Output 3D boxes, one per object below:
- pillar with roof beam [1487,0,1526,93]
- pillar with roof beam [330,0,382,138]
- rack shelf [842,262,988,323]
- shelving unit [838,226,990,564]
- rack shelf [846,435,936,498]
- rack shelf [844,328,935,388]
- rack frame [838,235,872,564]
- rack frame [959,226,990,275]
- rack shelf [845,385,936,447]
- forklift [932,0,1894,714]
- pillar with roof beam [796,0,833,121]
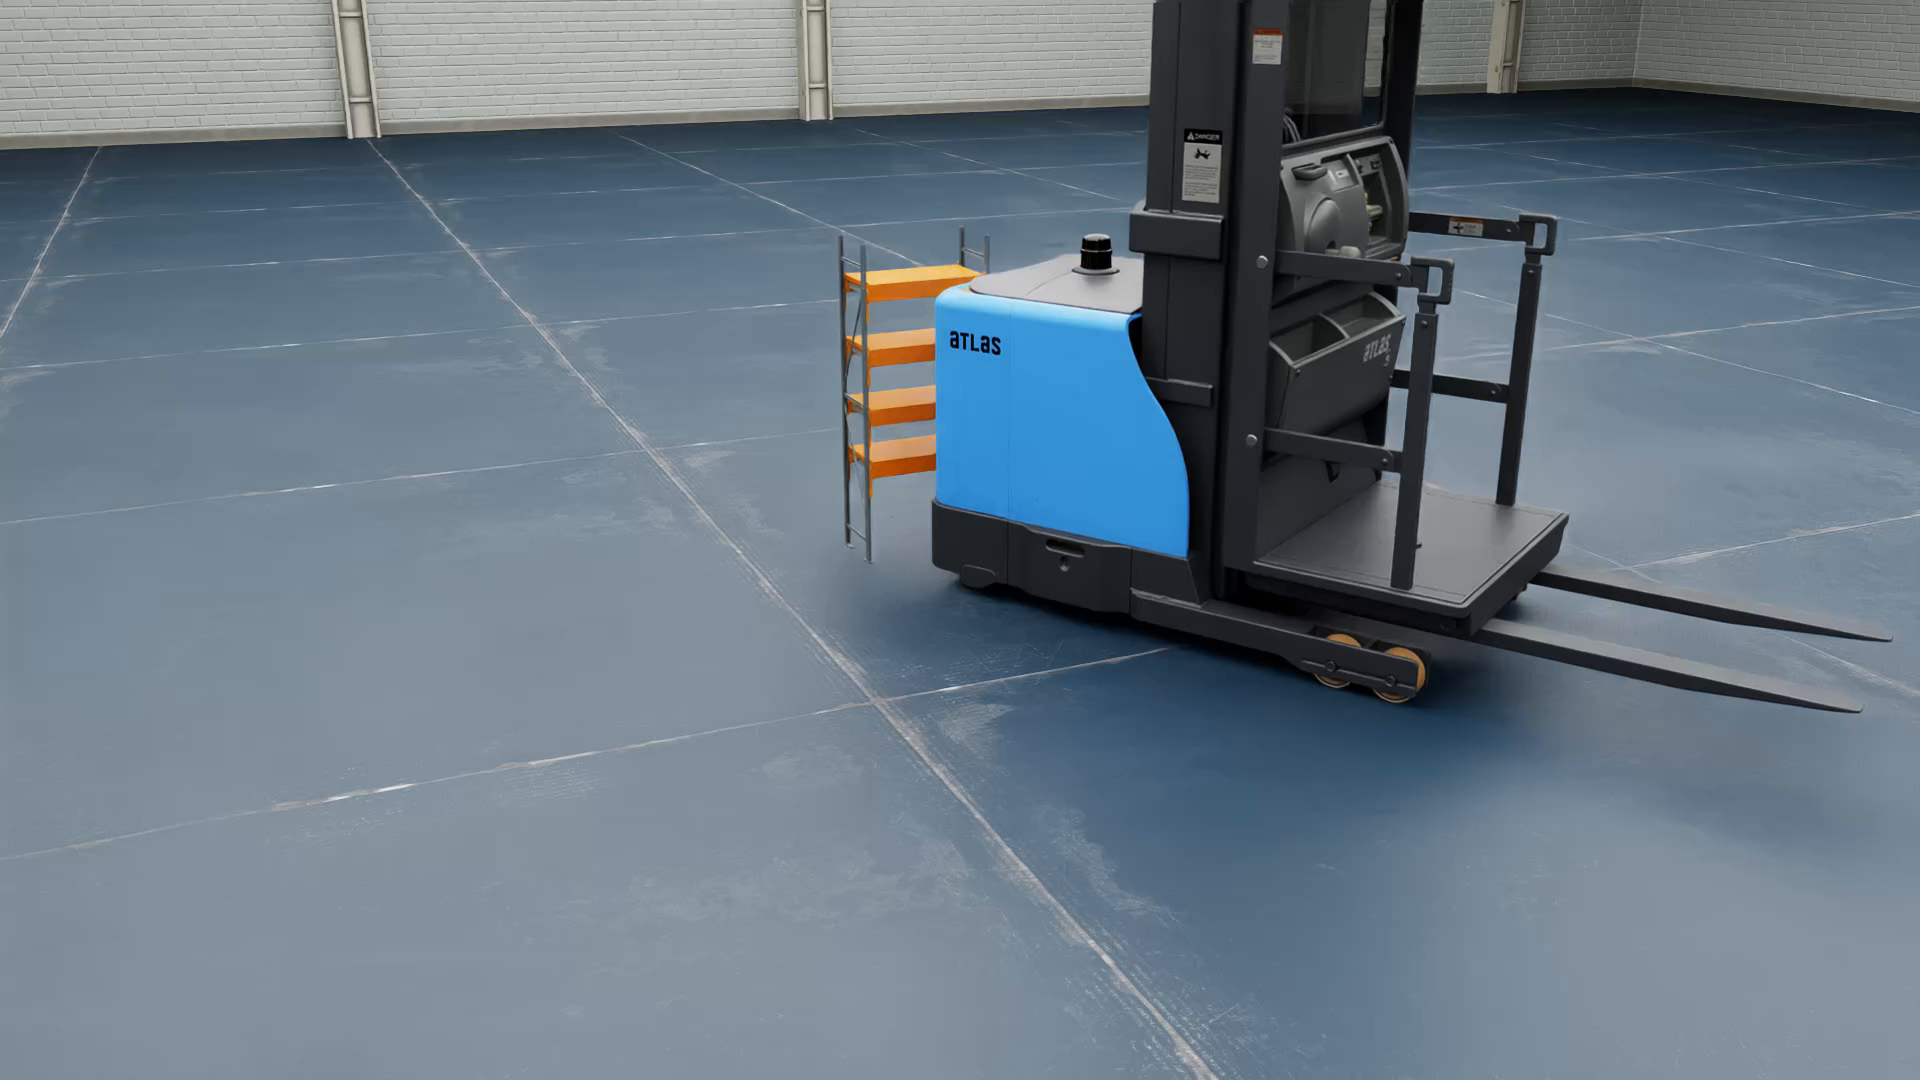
[{"bbox_3d":[10.716,-10.387,22.472,0.400,9.000,9.100,-8,21,-22],"label":"pillar with roof beam"},{"bbox_3d":[-5.812,-8.019,15.747,0.400,9.000,9.100,-8,21,-22],"label":"pillar with roof beam"},{"bbox_3d":[-0.168,-0.917,6.136,0.480,0.148,0.258,-9,21,-23],"label":"rack shelf"},{"bbox_3d":[-0.168,-0.546,6.267,0.503,1.200,0.258,-9,21,-23],"label":"shelving unit"},{"bbox_3d":[-0.168,-0.295,6.355,0.480,0.148,0.258,-9,21,-23],"label":"rack shelf"},{"bbox_3d":[-0.168,-0.694,6.215,0.480,0.148,0.258,-9,21,-23],"label":"rack shelf"},{"bbox_3d":[-0.390,-0.512,6.170,0.015,1.200,0.240,-9,21,-23],"label":"rack frame"},{"bbox_3d":[0.053,-0.580,6.364,0.015,1.200,0.240,-9,21,-23],"label":"rack frame"},{"bbox_3d":[-0.168,-0.483,6.289,0.480,0.148,0.258,-9,21,-23],"label":"rack shelf"},{"bbox_3d":[1.398,-1.083,5.184,3.031,2.935,1.130,13,23,33],"label":"forklift"},{"bbox_3d":[-0.303,-8.808,17.989,0.400,9.000,9.100,-8,21,-22],"label":"pillar with roof beam"}]
